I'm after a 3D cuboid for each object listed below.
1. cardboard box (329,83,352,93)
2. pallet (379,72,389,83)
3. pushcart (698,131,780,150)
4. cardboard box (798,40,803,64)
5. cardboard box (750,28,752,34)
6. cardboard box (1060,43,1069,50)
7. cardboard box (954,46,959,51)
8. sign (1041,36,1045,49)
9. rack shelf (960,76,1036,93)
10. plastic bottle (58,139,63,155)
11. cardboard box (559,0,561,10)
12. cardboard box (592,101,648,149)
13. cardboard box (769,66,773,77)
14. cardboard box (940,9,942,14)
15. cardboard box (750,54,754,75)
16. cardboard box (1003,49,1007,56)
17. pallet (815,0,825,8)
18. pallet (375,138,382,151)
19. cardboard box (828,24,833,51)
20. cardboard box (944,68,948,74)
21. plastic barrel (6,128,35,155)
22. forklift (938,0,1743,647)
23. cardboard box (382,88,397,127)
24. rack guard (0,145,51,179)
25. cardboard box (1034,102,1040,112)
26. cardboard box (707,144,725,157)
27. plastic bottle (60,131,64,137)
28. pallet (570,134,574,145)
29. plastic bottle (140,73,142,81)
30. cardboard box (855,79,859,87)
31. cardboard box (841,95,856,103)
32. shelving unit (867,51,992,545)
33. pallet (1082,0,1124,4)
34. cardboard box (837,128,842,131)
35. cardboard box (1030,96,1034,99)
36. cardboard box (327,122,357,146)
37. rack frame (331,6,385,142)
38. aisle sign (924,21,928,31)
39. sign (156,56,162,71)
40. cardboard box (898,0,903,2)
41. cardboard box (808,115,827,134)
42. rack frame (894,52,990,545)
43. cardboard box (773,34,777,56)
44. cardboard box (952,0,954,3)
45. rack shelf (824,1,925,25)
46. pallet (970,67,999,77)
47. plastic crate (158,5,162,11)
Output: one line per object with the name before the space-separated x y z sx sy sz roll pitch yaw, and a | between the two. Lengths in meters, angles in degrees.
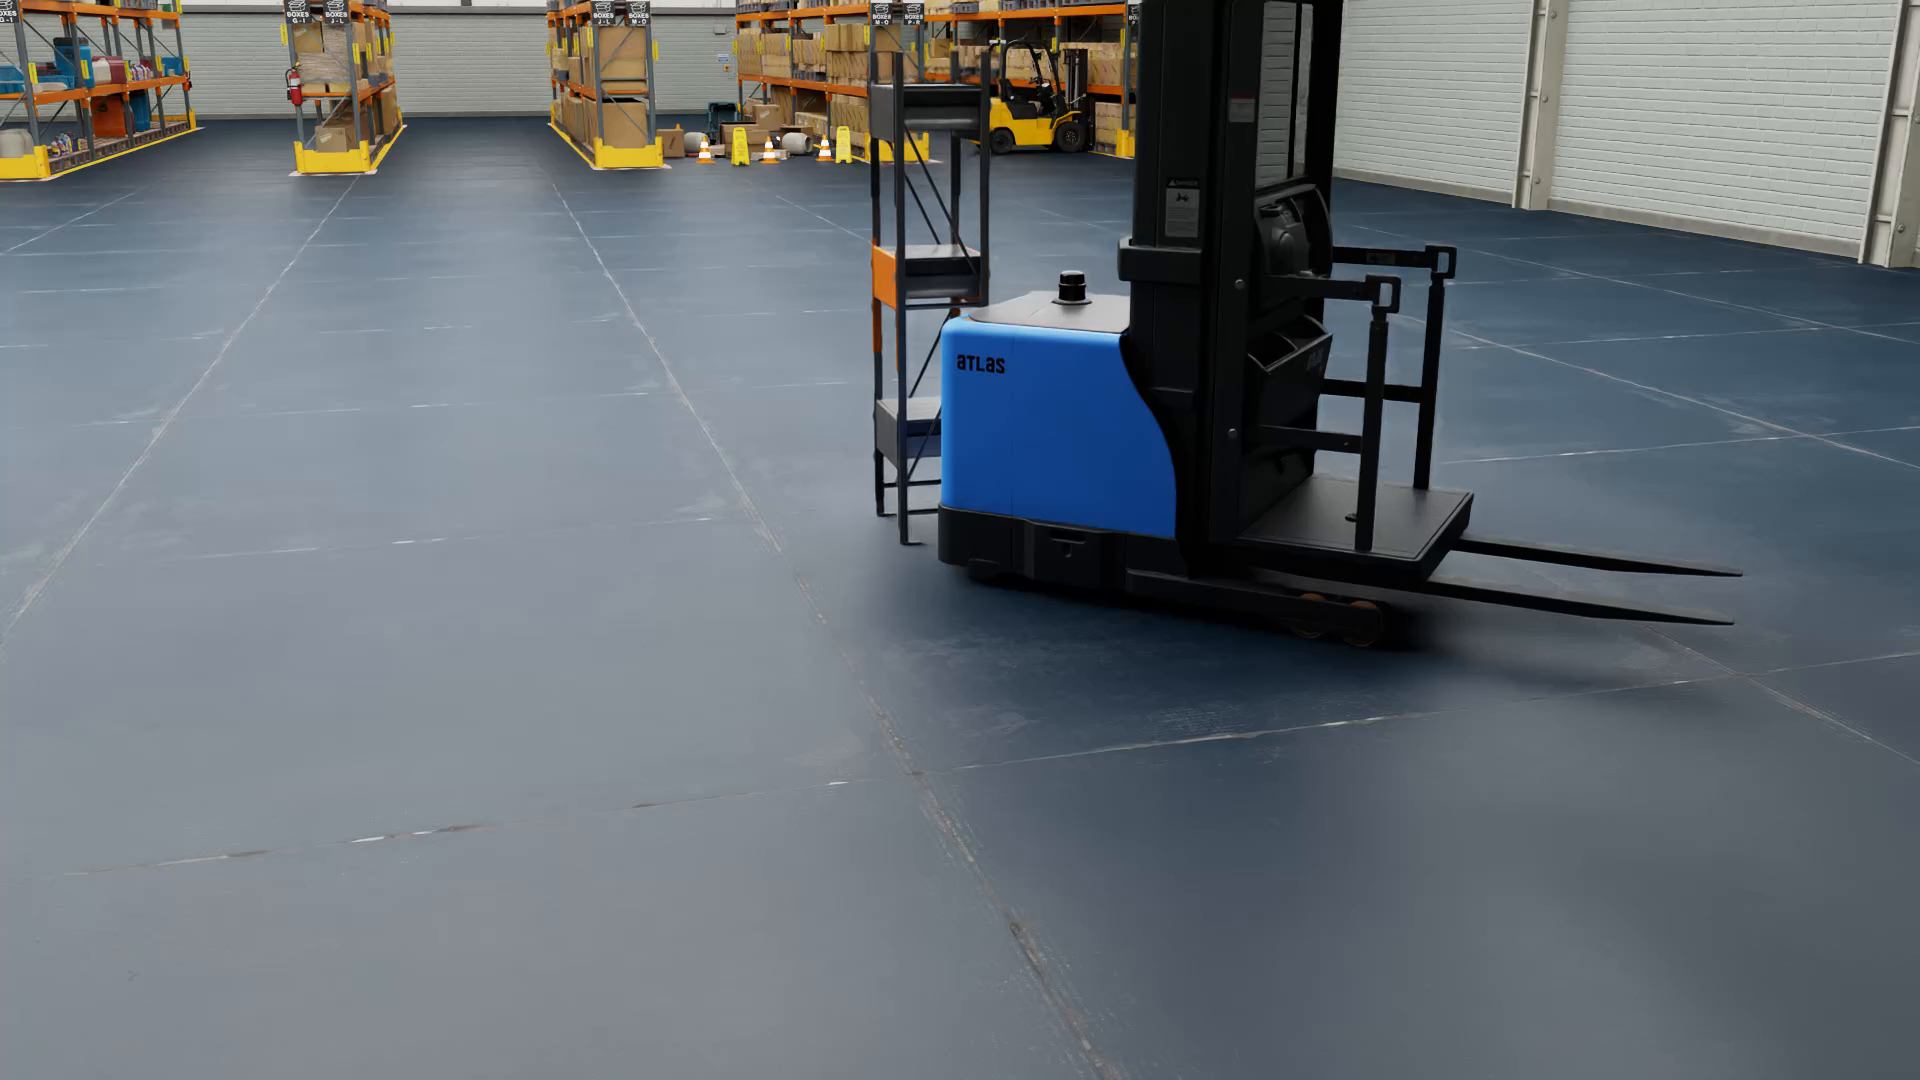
cardboard box | -10.532 -7.702 28.317 0.380 0.149 0.250 -5 17 -15
pallet | -12.583 -9.657 34.722 1.213 0.211 1.003 -5 17 -15
pushcart | -4.432 -8.165 33.978 1.648 0.377 0.936 -12 20 -34
cardboard box | -3.302 -10.827 36.860 0.500 0.500 0.500 -4 17 -12
cardboard box | -5.215 -13.151 42.978 0.380 0.149 0.250 -5 17 -15
cardboard box | 2.320 -10.398 35.035 0.380 0.149 0.250 -4 17 -14
cardboard box | 0.237 -12.319 42.345 0.700 0.500 0.500 -4 17 -14
sign | 1.951 -11.714 39.223 0.100 0.325 0.005 -5 17 -15
rack shelf | 0.869 -11.324 41.186 1.077 0.370 4.000 -5 17 -15
plastic bottle | -15.738 -6.858 29.048 0.097 0.271 0.097 0 17 0
cardboard box | -8.769 -12.200 37.466 0.500 0.500 0.500 -5 17 -15
cardboard box | -6.136 -7.455 30.020 0.875 0.875 0.875 -5 17 -15
cardboard box | -4.316 -11.327 40.209 0.500 0.250 0.500 -5 17 -16
cardboard box | -0.302 -13.901 43.739 0.380 0.149 0.250 -4 17 -13
cardboard box | -5.124 -12.264 42.891 0.500 0.500 0.500 -5 17 -16
cardboard box | 1.223 -11.362 38.762 0.380 0.149 0.250 -4 17 -14
pallet | -2.321 -11.141 34.439 1.213 0.211 1.003 -5 17 -15
pallet | -12.336 -8.049 33.882 1.003 0.211 1.213 -5 17 -15
cardboard box | -2.222 -10.002 33.108 0.700 0.500 0.500 -5 17 -15
cardboard box | -0.198 -12.310 43.654 0.380 0.149 0.250 -4 17 -14
plastic barrel | -15.837 -6.658 27.997 0.421 0.512 0.421 0 17 0
forklift | 1.460 -1.184 6.300 3.031 2.935 1.130 8 19 26
cardboard box | -13.786 -10.052 38.667 1.225 0.875 0.875 -5 17 -15
rack guard | -15.511 -6.154 27.069 1.175 0.500 0.348 -5 17 -15
cardboard box | 2.158 -9.431 37.032 0.875 0.625 0.625 -5 17 -16
cardboard box | -4.742 -7.556 32.146 0.396 0.266 0.258 -2 17 -6
plastic bottle | -16.229 -7.215 30.098 0.144 0.351 0.185 -5 17 -15
pallet | -7.940 -8.743 36.190 1.003 0.211 1.213 -5 17 -15
plastic bottle | -17.990 -10.166 36.428 0.097 0.201 0.097 0 17 0
cardboard box | -1.789 -8.678 31.563 0.380 0.149 0.250 -4 17 -14
cardboard box | -2.155 -8.729 32.916 0.380 0.149 0.250 -4 17 -12
shelving unit | -0.136 -1.066 7.351 0.431 2.100 0.503 -4 17 -14
pallet | 3.109 -10.832 33.238 1.003 0.211 1.213 -5 17 -15
cardboard box | -2.194 -8.168 33.479 0.500 0.250 0.500 -4 17 -12
cardboard box | 1.575 -10.598 40.009 0.380 0.149 0.250 -4 17 -12
cardboard box | -11.300 -7.398 30.483 0.500 0.500 0.500 -6 18 -20
rack frame | -12.881 -9.938 35.322 1.000 3.000 0.127 -5 17 -15
aisle sign | -1.081 -14.568 46.219 0.394 0.787 0.004 -5 17 -15
sign | -18.213 -10.828 37.805 0.100 0.325 0.005 -5 17 -15
cardboard box | -0.933 -9.942 30.559 0.380 0.149 0.250 -5 17 -15
cardboard box | -2.794 -9.093 36.348 0.950 0.372 0.625 -4 17 -13
rack frame | -0.073 -0.998 7.126 0.400 2.100 0.015 -4 17 -14
cardboard box | -4.158 -11.790 39.577 0.500 0.500 0.500 -5 17 -16
cardboard box | 0.019 -13.673 42.074 0.380 0.149 0.250 -4 17 -14
rack shelf | -1.704 -10.154 32.077 1.077 0.370 4.000 -5 17 -15
pallet | 0.880 -11.561 41.058 1.003 0.211 1.213 -5 17 -15
plastic crate | -19.036 -12.518 39.154 0.437 0.136 0.530 -5 17 -15
